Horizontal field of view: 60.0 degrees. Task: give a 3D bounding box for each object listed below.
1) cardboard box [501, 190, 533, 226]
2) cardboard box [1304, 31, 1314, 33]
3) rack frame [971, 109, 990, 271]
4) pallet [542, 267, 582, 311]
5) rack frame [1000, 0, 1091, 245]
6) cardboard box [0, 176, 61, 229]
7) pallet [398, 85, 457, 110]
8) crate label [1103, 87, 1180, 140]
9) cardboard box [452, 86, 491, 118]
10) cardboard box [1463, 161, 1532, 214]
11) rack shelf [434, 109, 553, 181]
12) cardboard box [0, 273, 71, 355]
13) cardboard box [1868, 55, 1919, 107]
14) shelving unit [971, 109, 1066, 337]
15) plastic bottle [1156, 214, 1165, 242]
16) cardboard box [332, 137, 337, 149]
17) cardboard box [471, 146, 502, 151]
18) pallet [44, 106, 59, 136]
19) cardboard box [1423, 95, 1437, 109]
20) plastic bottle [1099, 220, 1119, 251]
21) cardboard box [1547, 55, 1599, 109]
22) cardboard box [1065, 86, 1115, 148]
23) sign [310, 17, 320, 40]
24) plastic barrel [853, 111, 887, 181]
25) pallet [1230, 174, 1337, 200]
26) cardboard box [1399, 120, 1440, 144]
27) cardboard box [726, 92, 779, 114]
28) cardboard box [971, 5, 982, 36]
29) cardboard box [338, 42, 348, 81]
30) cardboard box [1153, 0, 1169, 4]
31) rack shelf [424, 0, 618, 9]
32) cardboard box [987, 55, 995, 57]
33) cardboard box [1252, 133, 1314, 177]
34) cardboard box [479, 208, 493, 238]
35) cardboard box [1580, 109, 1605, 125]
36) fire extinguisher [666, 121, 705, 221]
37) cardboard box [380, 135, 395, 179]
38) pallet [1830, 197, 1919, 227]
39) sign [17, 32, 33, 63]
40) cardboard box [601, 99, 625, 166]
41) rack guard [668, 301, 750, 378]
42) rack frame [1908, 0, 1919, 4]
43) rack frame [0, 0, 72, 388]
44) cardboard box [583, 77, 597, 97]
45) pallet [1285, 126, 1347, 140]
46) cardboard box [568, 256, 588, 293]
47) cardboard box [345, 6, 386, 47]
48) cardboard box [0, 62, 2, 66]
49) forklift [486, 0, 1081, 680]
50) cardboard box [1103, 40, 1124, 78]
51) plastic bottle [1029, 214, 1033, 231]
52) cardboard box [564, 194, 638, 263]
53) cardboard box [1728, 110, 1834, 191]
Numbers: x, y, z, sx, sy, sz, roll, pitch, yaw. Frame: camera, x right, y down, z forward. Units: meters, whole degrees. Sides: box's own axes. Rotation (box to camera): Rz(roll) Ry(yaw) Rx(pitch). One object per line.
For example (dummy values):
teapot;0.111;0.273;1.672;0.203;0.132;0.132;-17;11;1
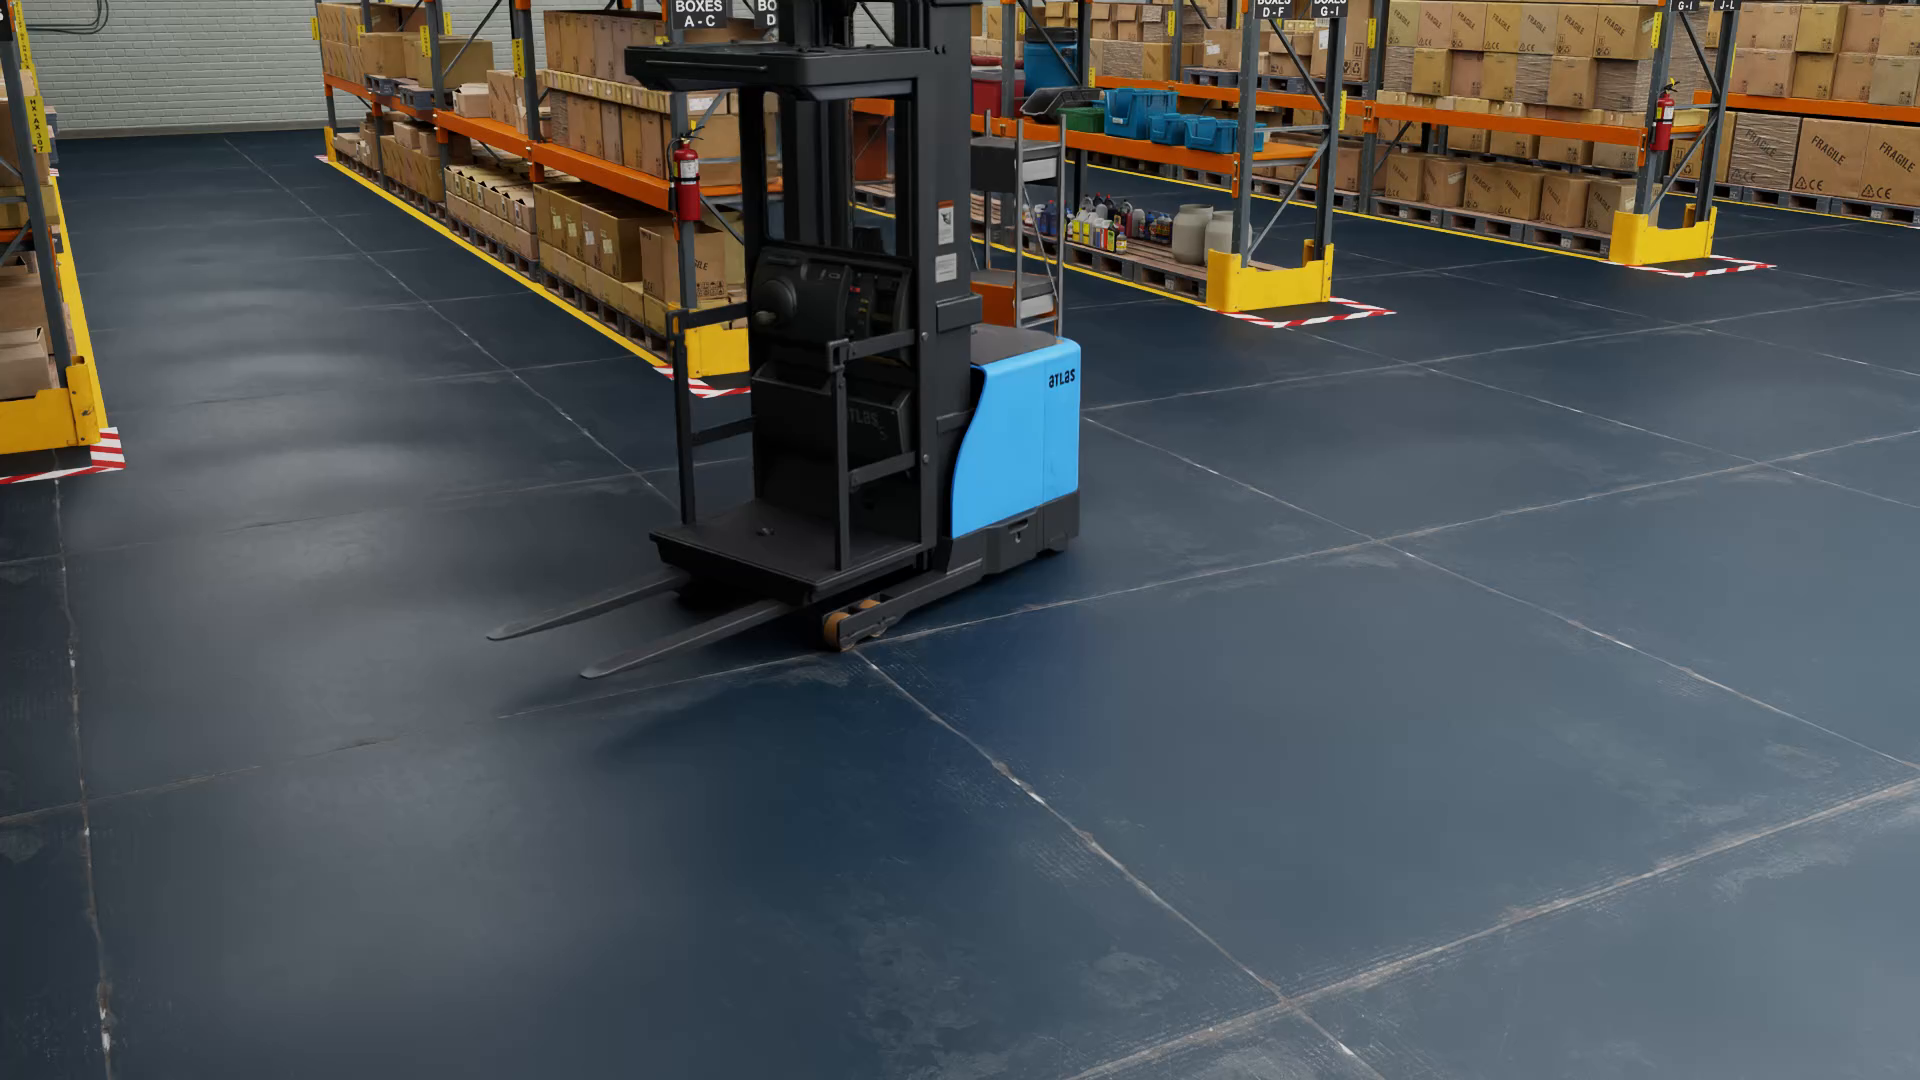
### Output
cardboard box;-4.159;-3.258;16.187;0.500;0.311;0.500;-9;21;-25
cardboard box;5.902;-8.331;27.462;0.380;0.149;0.250;-9;21;-25
rack frame;0.031;-1.236;8.994;0.015;2.100;0.400;15;24;36
pallet;-3.121;-2.321;15.035;1.003;0.211;1.213;-10;21;-27
rack frame;0.899;-4.640;17.481;1.000;3.000;0.127;-10;21;-27
cardboard box;-5.872;-2.085;10.275;0.500;0.250;0.500;-11;22;-28
pallet;-5.745;-5.115;19.152;1.213;0.211;1.003;-10;21;-27
crate label;1.687;-3.995;15.557;0.502;0.435;0.616;-10;21;-27
cardboard box;-5.107;-4.694;17.771;0.500;0.311;0.500;-10;22;-27
cardboard box;6.055;-3.974;18.738;0.500;0.500;0.500;-12;22;-31
rack shelf;-4.412;-4.108;17.041;1.077;0.370;4.000;-10;21;-27
cardboard box;-6.745;-1.578;11.765;0.700;0.500;0.500;-12;22;-30
cardboard box;11.074;-5.323;19.230;0.875;0.550;0.550;-10;21;-27
shelving unit;0.221;-1.186;8.850;0.503;2.100;0.431;15;24;36
plastic bottle;2.002;-3.106;16.543;0.097;0.271;0.097;0;19;0
cardboard box;-9.264;-6.006;25.134;0.380;0.149;0.250;-10;21;-27
cardboard box;-5.813;-4.518;20.283;0.500;0.500;0.500;-10;22;-27
pallet;-9.287;-3.975;15.847;1.213;0.211;1.003;-10;21;-27
cardboard box;5.473;-4.969;18.818;0.380;0.149;0.250;-10;21;-27
plastic bottle;1.445;-2.948;16.078;0.152;0.276;0.135;-10;21;-26
cardboard box;6.578;-4.734;17.143;0.875;0.500;0.500;-10;21;-27
cardboard box;2.206;-6.461;25.371;1.225;0.875;0.875;-11;22;-29
sign;-9.638;-7.644;24.858;0.100;0.325;0.005;-10;21;-27
plastic barrel;-1.248;-5.099;21.493;0.600;0.830;0.708;-10;21;-27
pallet;4.304;-4.663;21.822;1.003;0.211;1.213;-10;21;-27
cardboard box;7.229;-6.460;25.943;0.500;0.500;0.500;-10;21;-27
cardboard box;-1.559;-3.226;12.233;0.380;0.149;0.250;-10;21;-27
cardboard box;0.039;-8.806;28.176;0.500;0.500;0.500;-11;22;-28
cardboard box;-8.460;-6.762;23.477;0.500;0.500;0.500;-10;21;-26
cardboard box;3.952;-10.082;31.109;0.500;0.500;0.500;-10;21;-27
rack shelf;-4.412;-5.526;16.552;1.077;0.370;4.000;-10;21;-27
cardboard box;0.660;-7.843;27.149;0.380;0.149;0.250;-10;21;-26
cardboard box;4.244;-5.074;21.895;0.700;0.500;0.500;-8;21;-22
cardboard box;-4.636;-3.286;17.126;0.500;0.250;0.500;-10;21;-26
cardboard box;6.558;-4.326;16.955;0.380;0.149;0.250;-10;21;-27
fire extinguisher;-1.915;-2.583;11.638;0.296;0.674;0.183;-10;21;-27
cardboard box;-7.245;-5.020;21.740;0.500;0.500;0.500;-11;22;-29
pallet;11.122;-3.898;19.603;1.003;0.211;1.213;-10;21;-27
sign;-9.246;-4.851;16.437;0.100;0.325;0.005;-10;21;-27
cardboard box;-2.510;-3.353;13.597;0.700;0.500;0.500;-9;21;-25
rack guard;-1.551;-1.537;12.320;1.175;0.500;0.348;-10;21;-27
rack frame;13.980;-6.943;24.152;1.000;3.000;0.127;-10;21;-27
rack frame;-5.920;-1.958;9.706;1.000;3.000;0.127;-10;21;-27
cardboard box;-2.889;-3.752;13.757;0.380;0.149;0.250;-11;22;-28
pallet;6.243;-6.902;28.309;1.003;0.211;1.213;-10;21;-27
cardboard box;-3.043;-2.304;14.282;0.500;0.250;0.500;-10;21;-27
cardboard box;-7.974;-6.942;22.466;0.500;0.500;0.500;-10;22;-28
cardboard box;-8.631;-3.858;14.386;0.700;0.500;0.500;-7;20;-19
forklift;-0.716;-1.090;7.296;1.130;2.935;3.031;15;24;37
cardboard box;2.425;-6.999;24.163;0.500;0.500;0.500;-11;22;-28
plastic bottle;0.761;-3.308;17.234;0.097;0.201;0.097;0;19;0
cardboard box;-3.042;-2.659;14.160;0.500;0.500;0.500;-10;21;-27
cardboard box;10.340;-4.891;20.821;0.875;0.875;0.875;-10;21;-26
